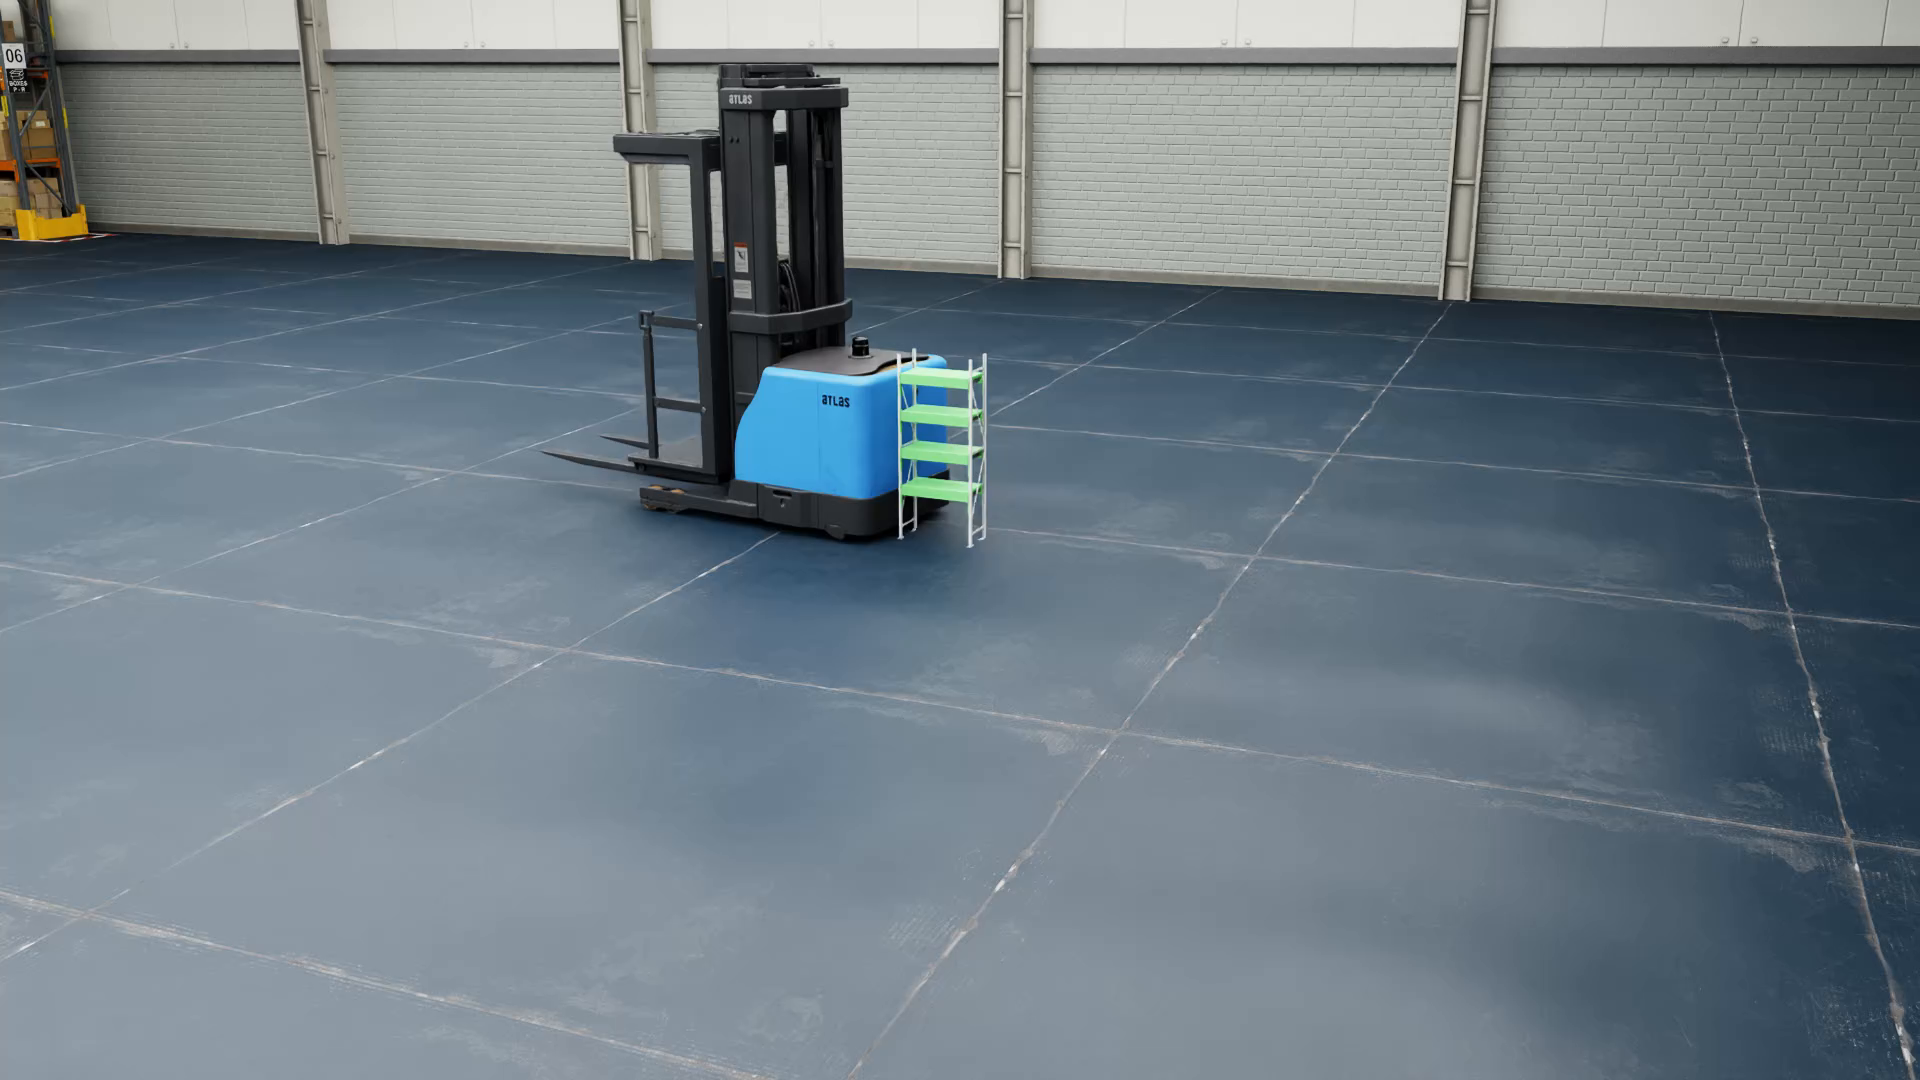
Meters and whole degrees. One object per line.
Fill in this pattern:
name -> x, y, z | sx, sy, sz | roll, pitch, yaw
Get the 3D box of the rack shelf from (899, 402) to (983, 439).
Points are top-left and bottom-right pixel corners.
rack shelf -> -0.113, -0.752, 10.482 | 0.480, 0.148, 0.258 | 7, 18, 23

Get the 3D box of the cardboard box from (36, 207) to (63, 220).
cardboard box -> -16.045, -5.665, 28.985 | 0.500, 0.250, 0.500 | 6, 17, 21

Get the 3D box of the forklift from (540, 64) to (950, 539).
forklift -> -1.595, -1.699, 11.267 | 3.031, 2.935, 1.130 | 10, 19, 30

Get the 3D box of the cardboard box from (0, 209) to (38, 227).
cardboard box -> -16.213, -5.530, 28.520 | 0.500, 0.250, 0.500 | 6, 17, 21

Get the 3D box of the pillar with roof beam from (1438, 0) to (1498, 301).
pillar with roof beam -> 4.770, -6.297, 16.223 | 0.400, 9.000, 9.100 | 6, 17, 21

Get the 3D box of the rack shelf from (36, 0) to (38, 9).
rack shelf -> -17.520, -9.231, 28.336 | 4.000, 0.370, 1.077 | 6, 17, 21

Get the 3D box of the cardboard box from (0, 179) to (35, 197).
cardboard box -> -16.202, -6.010, 28.381 | 0.500, 0.250, 0.500 | 7, 18, 22

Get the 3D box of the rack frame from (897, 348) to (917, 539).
rack frame -> -0.335, -0.611, 10.626 | 0.015, 1.200, 0.240 | 7, 18, 23

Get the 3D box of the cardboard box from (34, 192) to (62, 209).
cardboard box -> -16.021, -5.906, 28.918 | 0.500, 0.250, 0.500 | 7, 17, 22

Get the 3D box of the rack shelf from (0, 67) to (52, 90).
rack shelf -> -17.520, -7.982, 28.699 | 4.000, 0.370, 1.077 | 6, 17, 21

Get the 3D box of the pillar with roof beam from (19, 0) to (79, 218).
pillar with roof beam -> -17.556, -8.752, 24.680 | 0.400, 9.000, 9.100 | 6, 17, 21

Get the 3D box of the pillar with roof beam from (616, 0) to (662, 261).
pillar with roof beam -> -6.393, -7.524, 20.452 | 0.400, 9.000, 9.100 | 6, 17, 21

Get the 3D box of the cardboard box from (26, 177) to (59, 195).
cardboard box -> -16.037, -6.142, 28.836 | 0.500, 0.250, 0.500 | 6, 17, 20

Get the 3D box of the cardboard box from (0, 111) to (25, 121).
cardboard box -> -16.070, -7.167, 28.104 | 0.250, 0.149, 0.380 | 6, 17, 21

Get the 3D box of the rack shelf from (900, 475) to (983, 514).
rack shelf -> -0.113, -0.292, 10.616 | 0.480, 0.148, 0.258 | 7, 18, 23

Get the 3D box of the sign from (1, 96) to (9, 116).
sign -> -15.872, -7.213, 27.638 | 0.005, 0.325, 0.100 | 6, 17, 21

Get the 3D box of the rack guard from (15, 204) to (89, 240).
rack guard -> -15.637, -5.480, 28.652 | 0.348, 0.500, 1.175 | 6, 17, 21

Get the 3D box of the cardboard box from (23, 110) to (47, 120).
cardboard box -> -15.894, -7.275, 28.475 | 0.250, 0.149, 0.380 | 6, 17, 20

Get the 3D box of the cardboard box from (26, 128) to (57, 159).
cardboard box -> -16.019, -6.853, 28.721 | 0.500, 0.500, 0.500 | 7, 18, 22

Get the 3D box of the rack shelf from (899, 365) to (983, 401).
rack shelf -> -0.113, -0.983, 10.415 | 0.480, 0.148, 0.258 | 7, 18, 23

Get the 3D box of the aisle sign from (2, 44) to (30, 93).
aisle sign -> -15.706, -7.848, 27.664 | 0.004, 0.787, 0.394 | 6, 17, 21

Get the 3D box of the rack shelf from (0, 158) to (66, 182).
rack shelf -> -17.520, -6.542, 29.117 | 4.000, 0.370, 1.077 | 6, 17, 21

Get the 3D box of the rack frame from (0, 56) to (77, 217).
rack frame -> -15.660, -6.683, 28.312 | 0.127, 3.000, 1.000 | 6, 17, 21

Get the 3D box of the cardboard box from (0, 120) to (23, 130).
cardboard box -> -16.085, -7.005, 28.080 | 0.250, 0.149, 0.380 | 7, 17, 21

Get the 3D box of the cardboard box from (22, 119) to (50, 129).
cardboard box -> -15.880, -7.144, 28.559 | 0.250, 0.149, 0.380 | 6, 17, 19

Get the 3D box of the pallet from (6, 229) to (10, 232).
pallet -> -17.517, -5.536, 29.364 | 1.213, 0.211, 1.003 | 6, 17, 21

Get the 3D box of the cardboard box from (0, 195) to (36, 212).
cardboard box -> -16.227, -5.773, 28.459 | 0.500, 0.250, 0.500 | 6, 17, 20

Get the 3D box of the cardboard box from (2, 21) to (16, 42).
cardboard box -> -16.161, -8.403, 27.746 | 0.500, 0.500, 0.500 | 7, 18, 22

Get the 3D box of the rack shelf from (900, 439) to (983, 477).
rack shelf -> -0.113, -0.522, 10.549 | 0.480, 0.148, 0.258 | 7, 18, 23

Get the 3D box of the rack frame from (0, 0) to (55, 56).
rack frame -> -15.660, -9.564, 27.476 | 0.127, 3.000, 1.000 | 6, 17, 21

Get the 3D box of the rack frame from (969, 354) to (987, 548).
rack frame -> 0.110, -0.556, 10.436 | 0.015, 1.200, 0.240 | 7, 18, 23

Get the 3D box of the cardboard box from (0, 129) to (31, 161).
cardboard box -> -16.214, -6.713, 28.237 | 0.500, 0.500, 0.500 | 6, 17, 19

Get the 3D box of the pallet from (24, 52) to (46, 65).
pallet -> -16.308, -8.160, 28.178 | 1.213, 0.211, 1.003 | 6, 17, 21

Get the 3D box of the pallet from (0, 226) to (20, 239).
pallet -> -16.386, -5.411, 28.933 | 1.213, 0.211, 1.003 | 6, 17, 21

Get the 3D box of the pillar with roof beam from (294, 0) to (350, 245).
pillar with roof beam -> -11.975, -8.138, 22.566 | 0.400, 9.000, 9.100 | 6, 17, 21

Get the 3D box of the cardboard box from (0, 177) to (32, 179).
cardboard box -> -16.503, -6.192, 29.009 | 0.500, 0.250, 0.500 | 6, 17, 21

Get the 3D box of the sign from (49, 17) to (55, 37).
sign -> -15.450, -8.724, 28.255 | 0.005, 0.325, 0.100 | 6, 17, 21

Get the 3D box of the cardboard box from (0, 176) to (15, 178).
cardboard box -> -16.965, -6.246, 29.195 | 0.500, 0.250, 0.500 | 6, 17, 20

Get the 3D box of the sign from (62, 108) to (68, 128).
sign -> -15.450, -7.280, 28.674 | 0.005, 0.325, 0.100 | 6, 17, 21

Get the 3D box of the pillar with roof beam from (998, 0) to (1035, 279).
pillar with roof beam -> -0.812, -6.911, 18.338 | 0.400, 9.000, 9.100 | 6, 17, 21

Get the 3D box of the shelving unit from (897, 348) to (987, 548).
shelving unit -> -0.113, -0.583, 10.531 | 0.503, 1.200, 0.258 | 7, 18, 23
